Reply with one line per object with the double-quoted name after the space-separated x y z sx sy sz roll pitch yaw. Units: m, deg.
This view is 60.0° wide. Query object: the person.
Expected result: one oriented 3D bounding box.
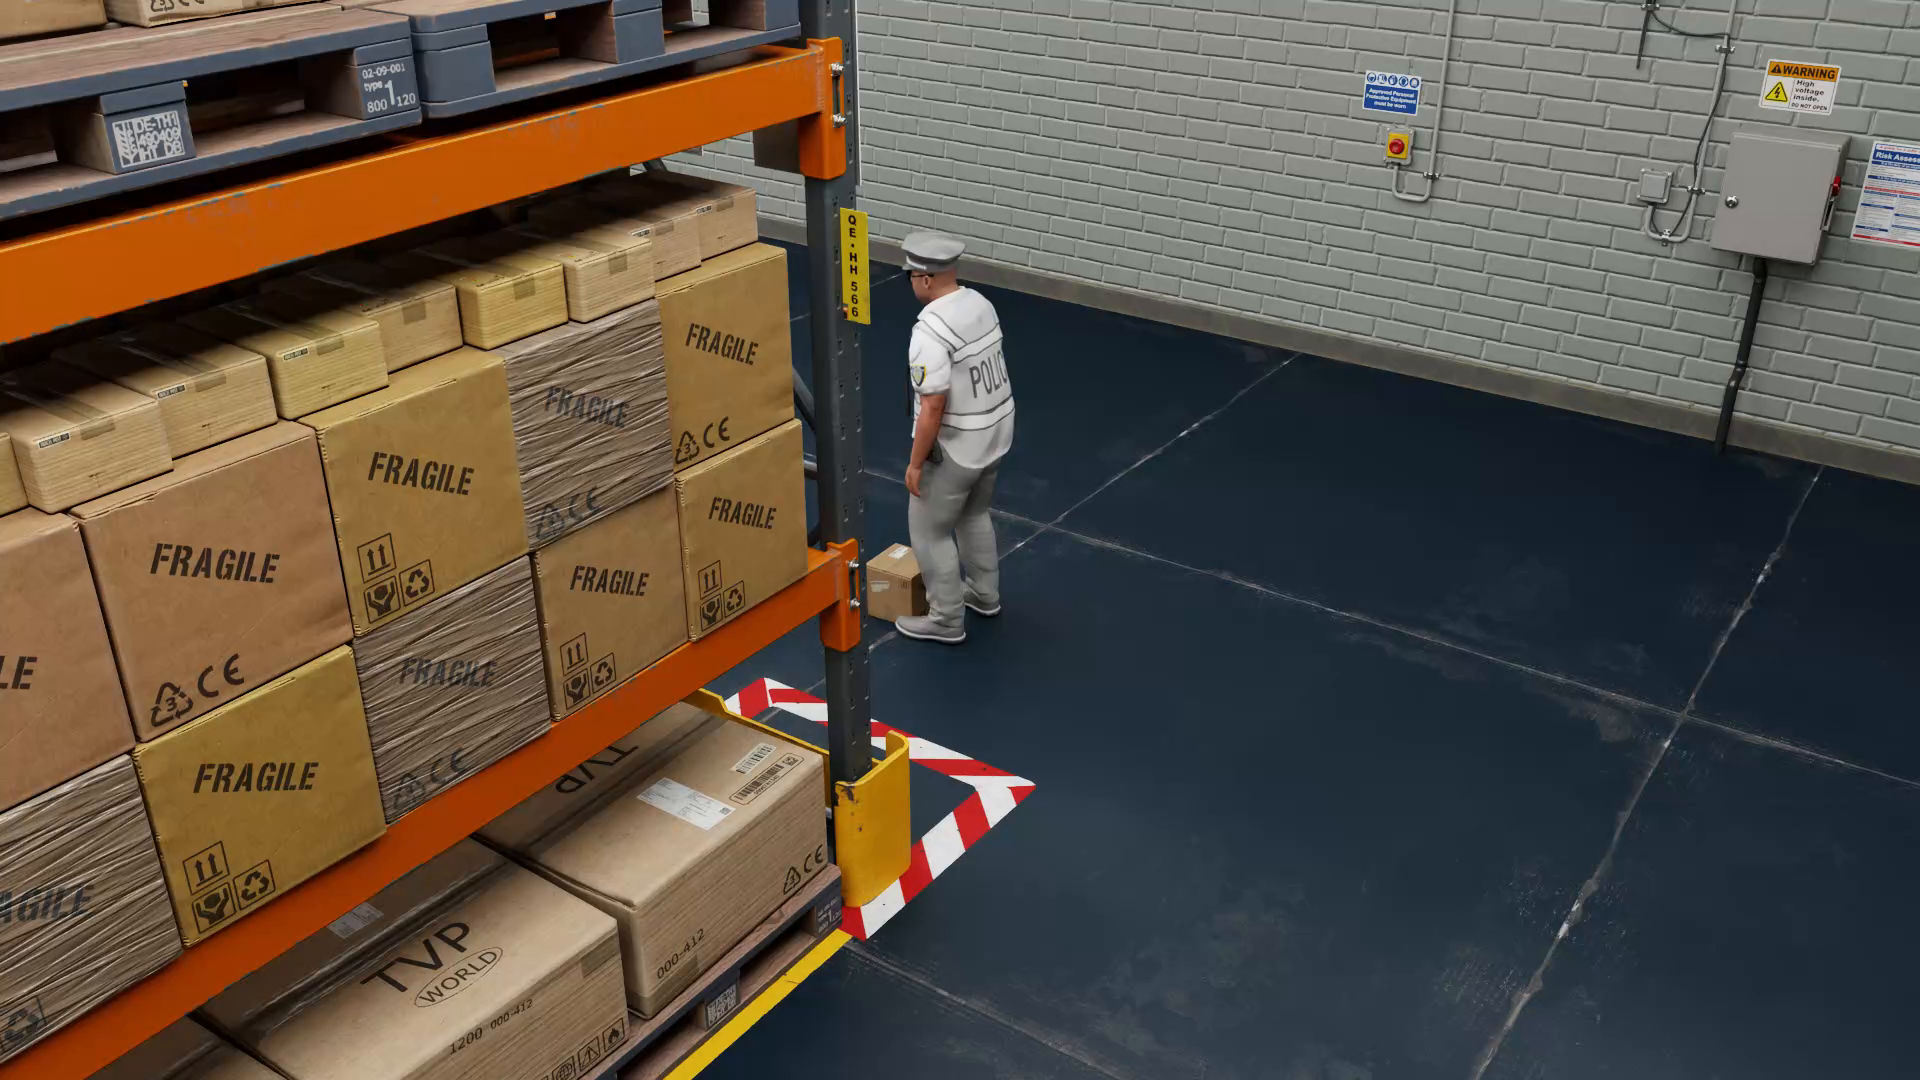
-0.019 -0.402 6.905 0.442 1.747 0.604 15 30 27 "person"
